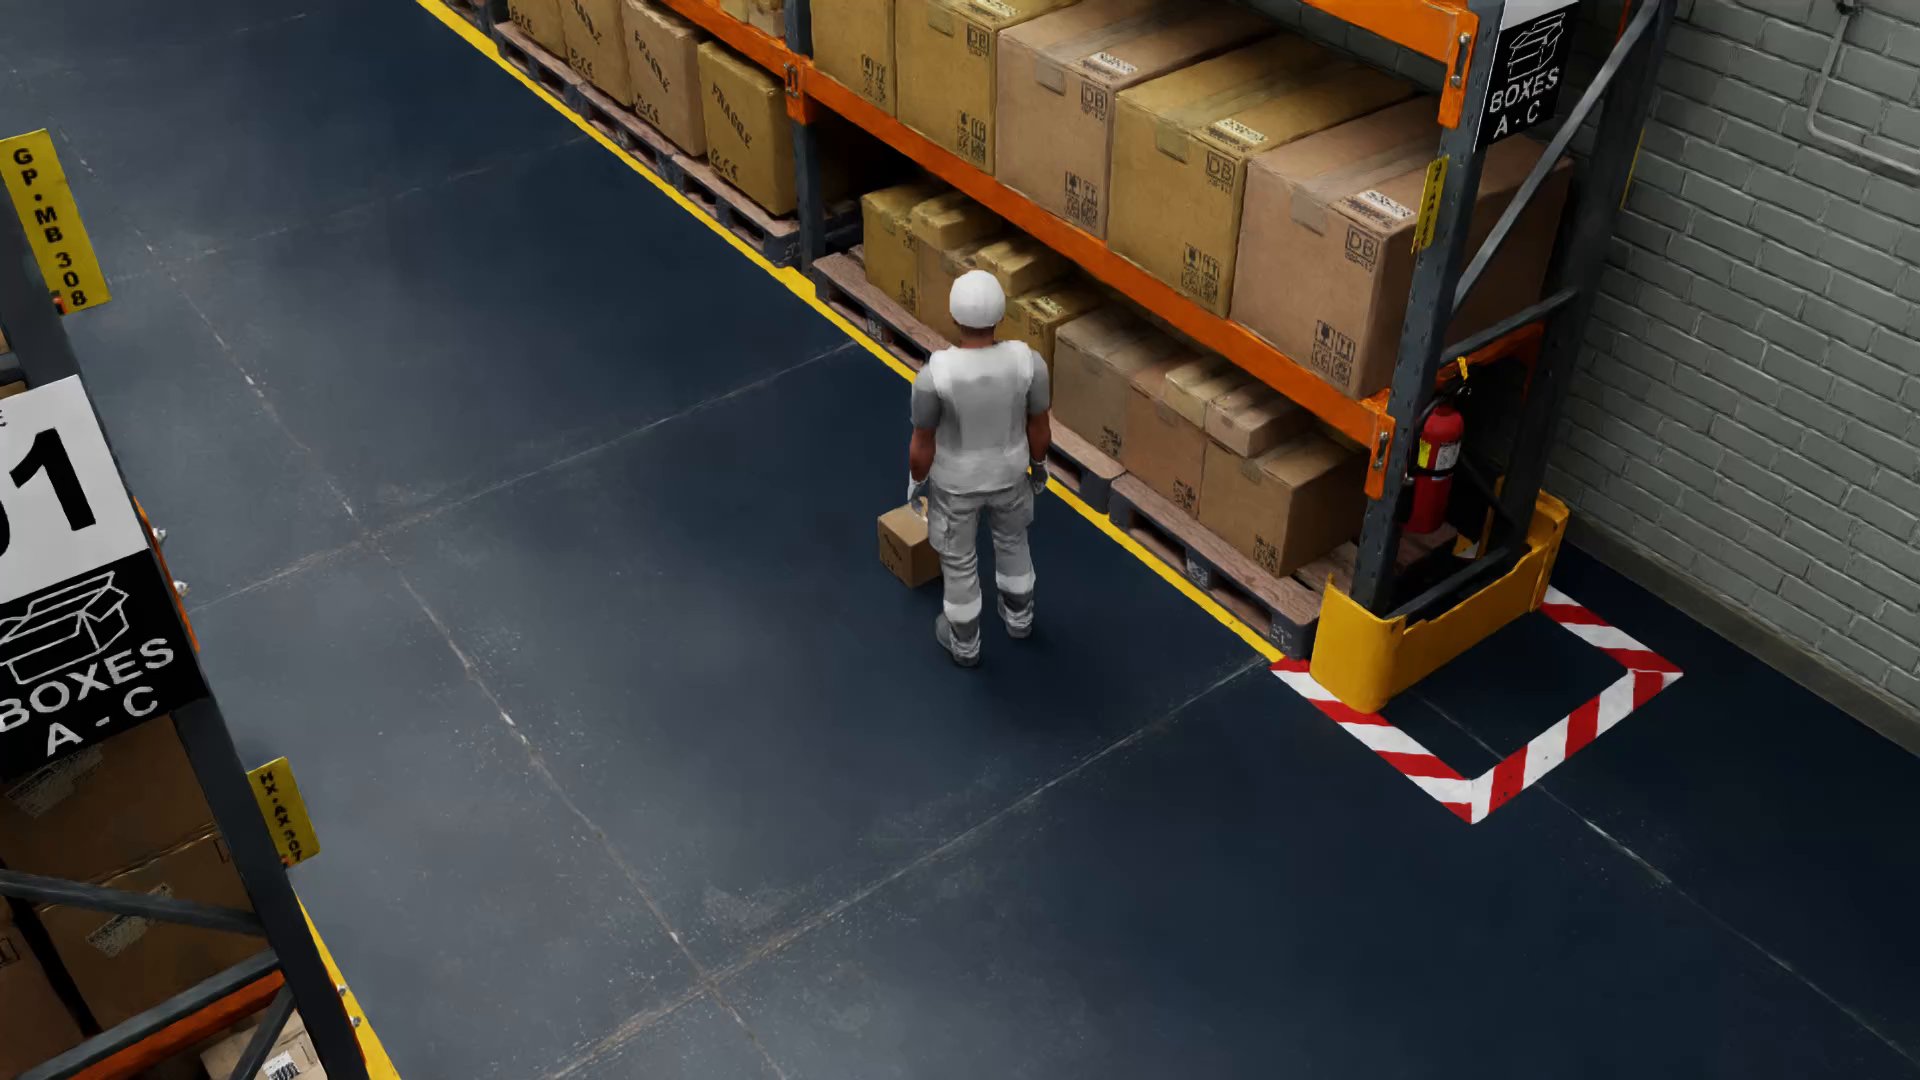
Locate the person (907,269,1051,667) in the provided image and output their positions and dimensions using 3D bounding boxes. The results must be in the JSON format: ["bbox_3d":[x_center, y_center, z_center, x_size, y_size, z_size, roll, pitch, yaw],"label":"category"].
[{"bbox_3d":[0.064,-0.287,6.465,0.563,1.794,0.423,-10,41,-11],"label":"person"}]
